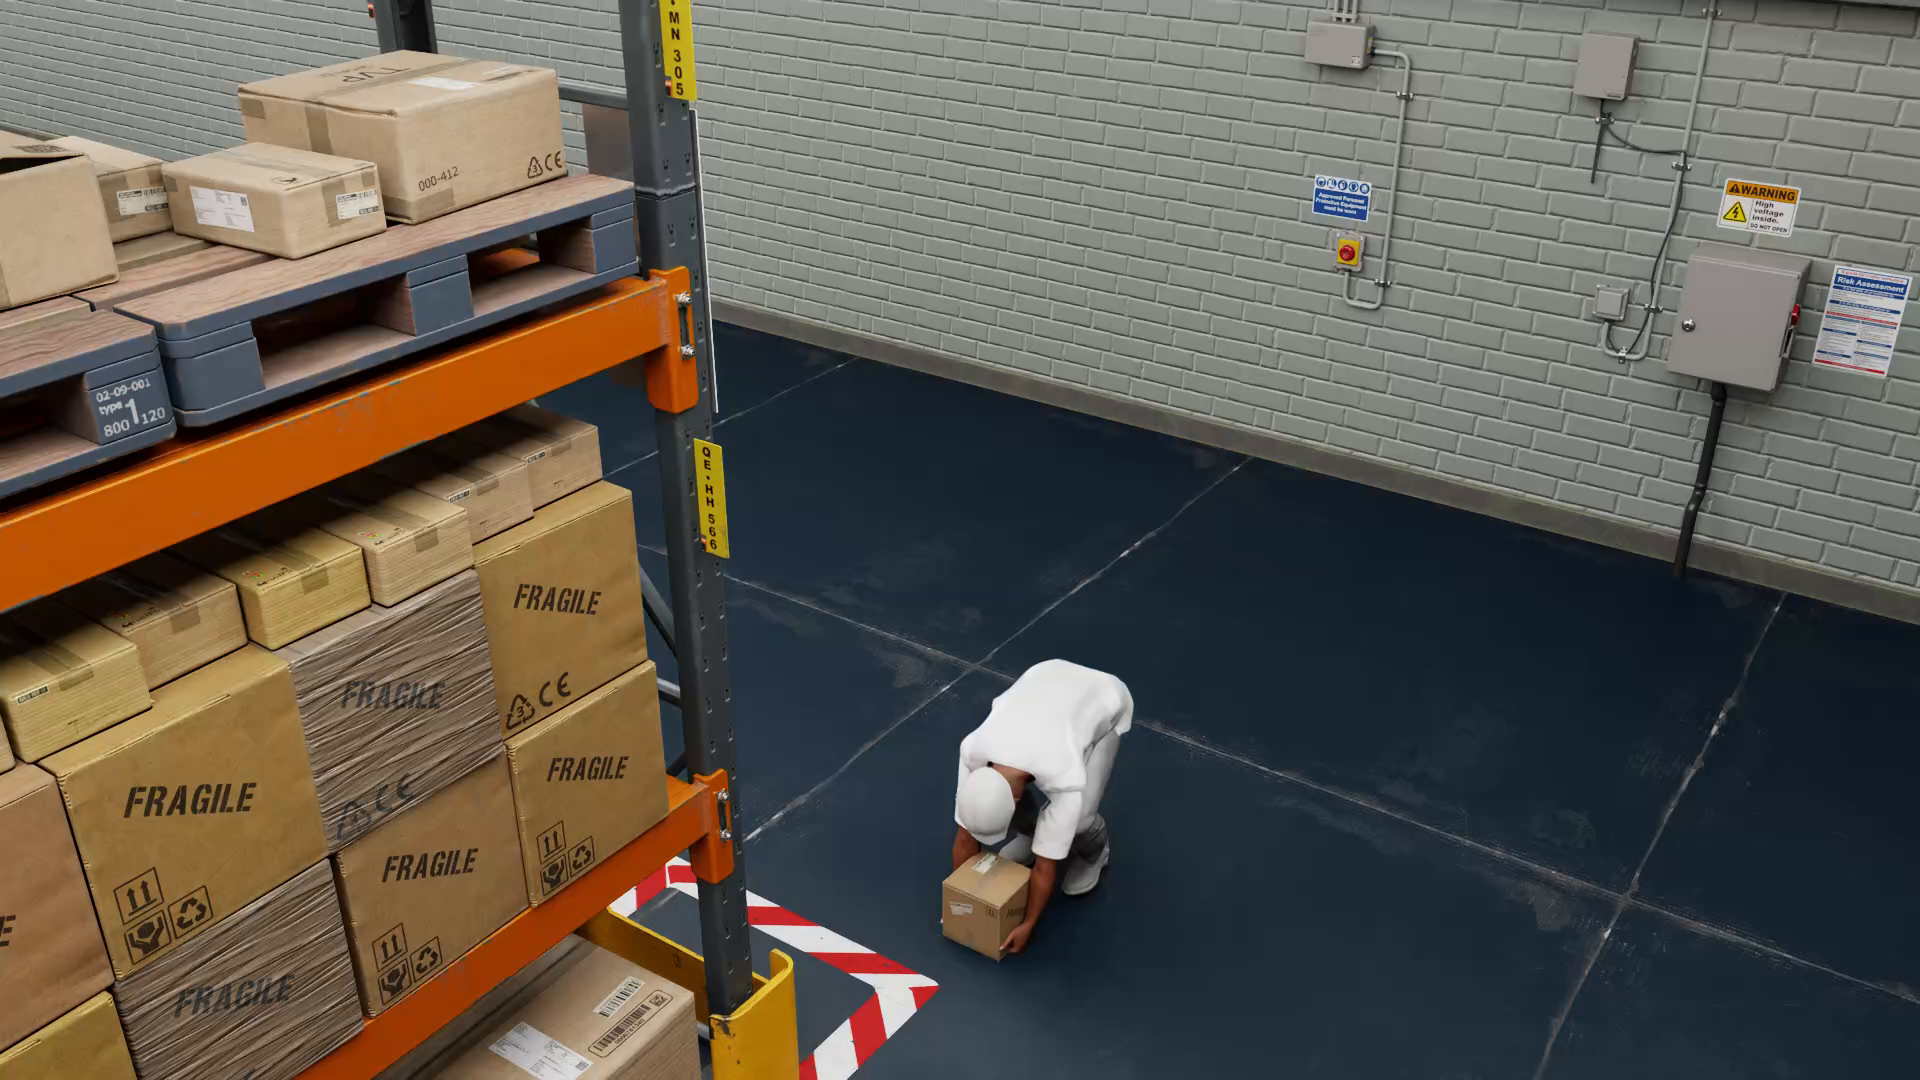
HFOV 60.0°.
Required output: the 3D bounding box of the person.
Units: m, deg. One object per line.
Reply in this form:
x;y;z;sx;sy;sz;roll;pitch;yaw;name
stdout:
0.290;0.967;6.201;0.515;0.874;0.980;16;31;29;person
